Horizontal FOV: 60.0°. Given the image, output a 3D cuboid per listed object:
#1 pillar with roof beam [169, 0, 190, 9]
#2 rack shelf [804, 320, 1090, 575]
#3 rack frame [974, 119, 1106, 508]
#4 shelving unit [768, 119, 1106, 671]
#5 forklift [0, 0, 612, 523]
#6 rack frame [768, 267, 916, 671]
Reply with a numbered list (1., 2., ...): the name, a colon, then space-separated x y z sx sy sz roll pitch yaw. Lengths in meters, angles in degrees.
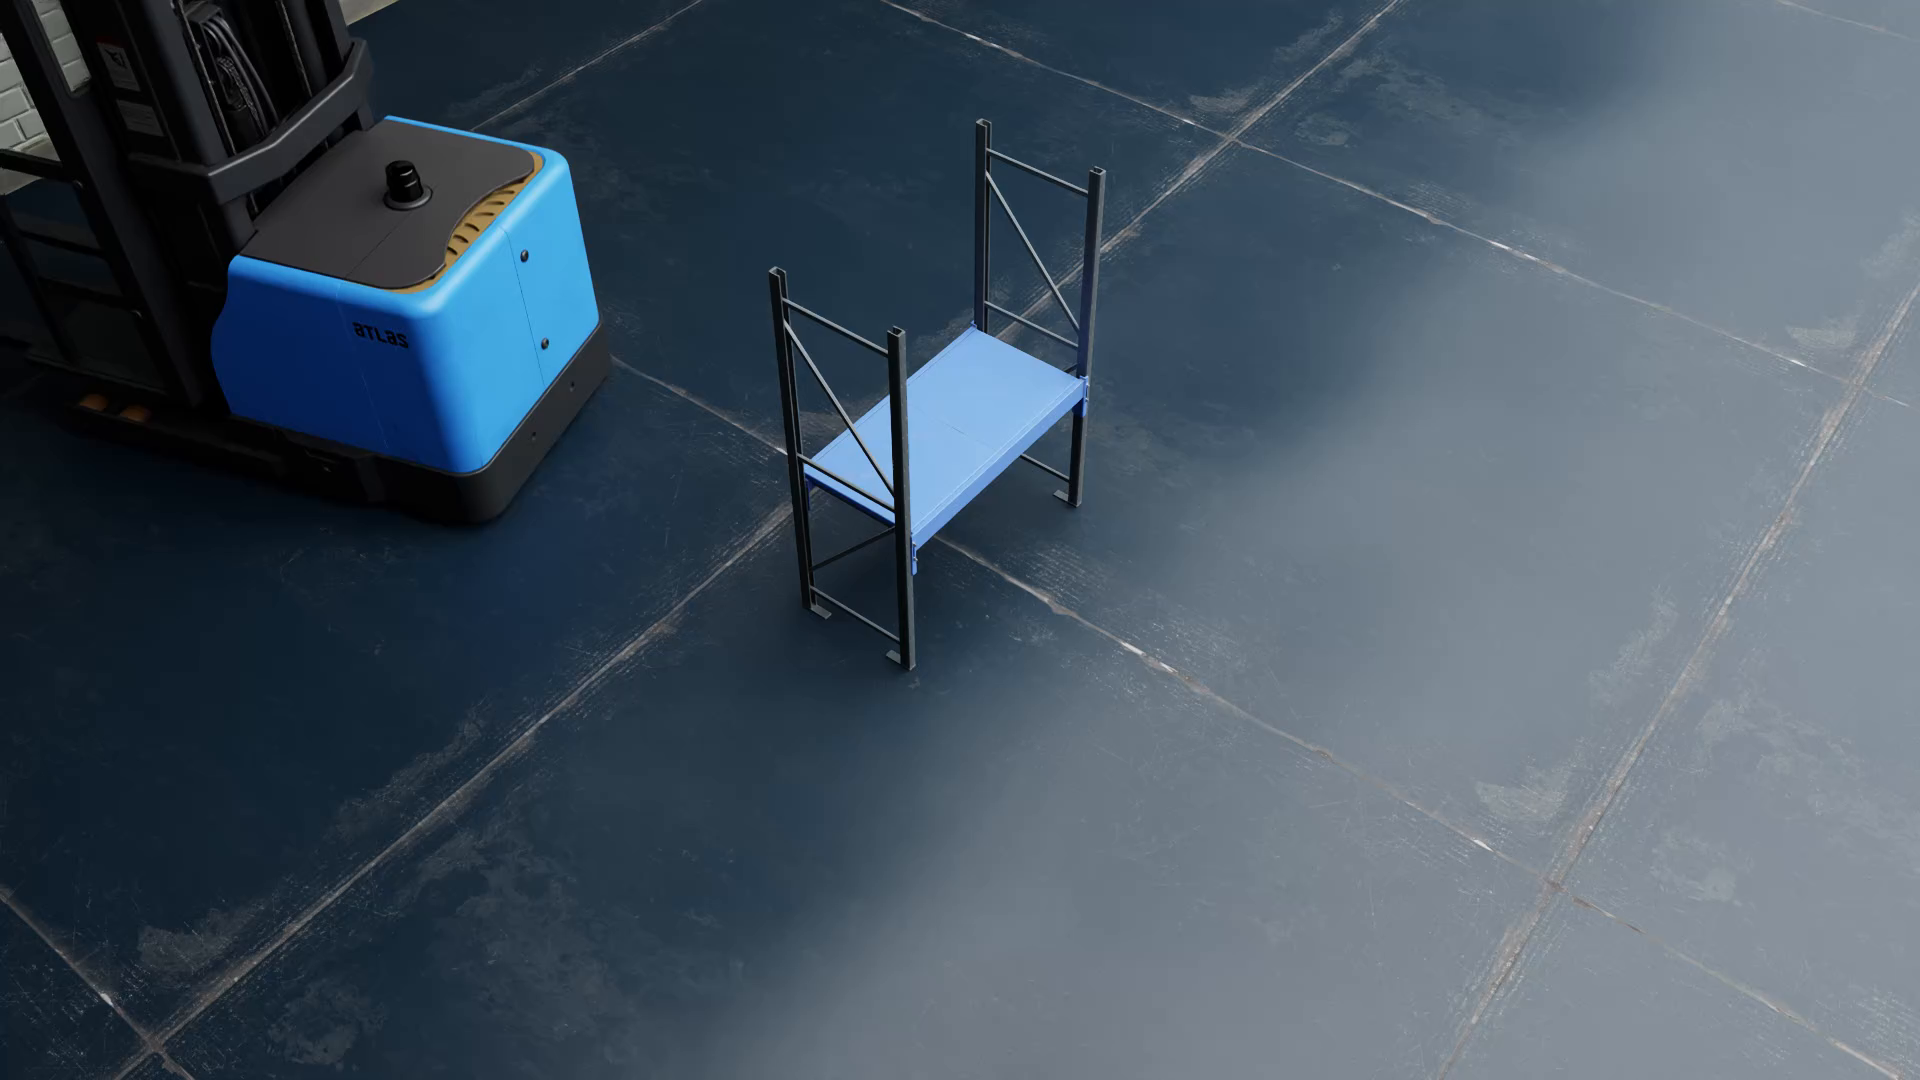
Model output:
1. pillar with roof beam: -0.409 -3.297 3.176 9.100 9.000 0.400 29 53 25
2. rack shelf: -0.052 -0.345 5.791 0.538 0.185 1.000 29 53 25
3. rack frame: 0.259 -0.760 5.939 0.500 1.500 0.032 29 53 25
4. shelving unit: -0.052 -0.469 5.661 0.538 1.500 1.048 29 53 25
5. forklift: -3.004 -1.730 5.876 3.031 2.935 1.130 14 48 13
6. rack frame: -0.363 -0.178 5.383 0.500 1.500 0.032 29 53 25
